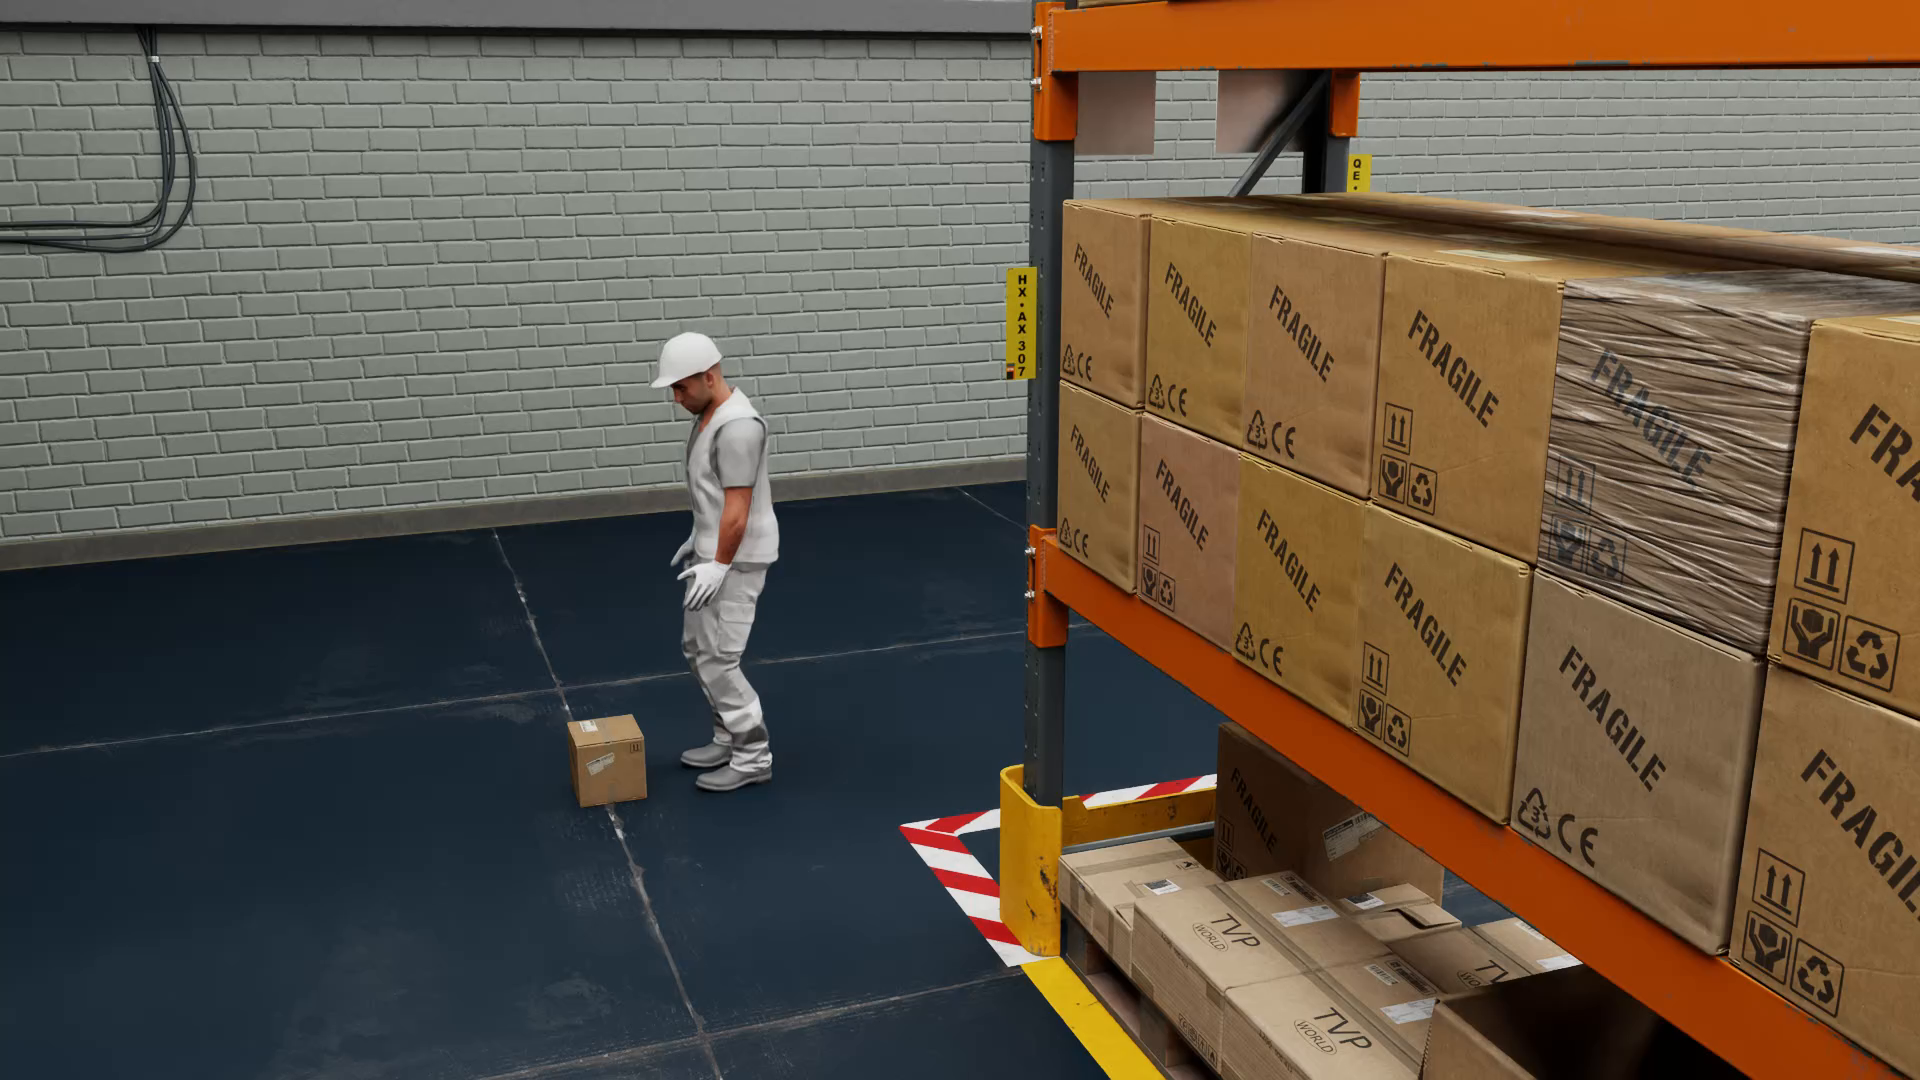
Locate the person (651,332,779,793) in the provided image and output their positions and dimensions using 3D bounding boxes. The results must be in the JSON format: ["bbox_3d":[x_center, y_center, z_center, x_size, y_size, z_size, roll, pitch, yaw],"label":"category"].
[{"bbox_3d":[-0.909,0.083,6.264,0.443,1.743,0.541,-5,16,-19],"label":"person"}]
